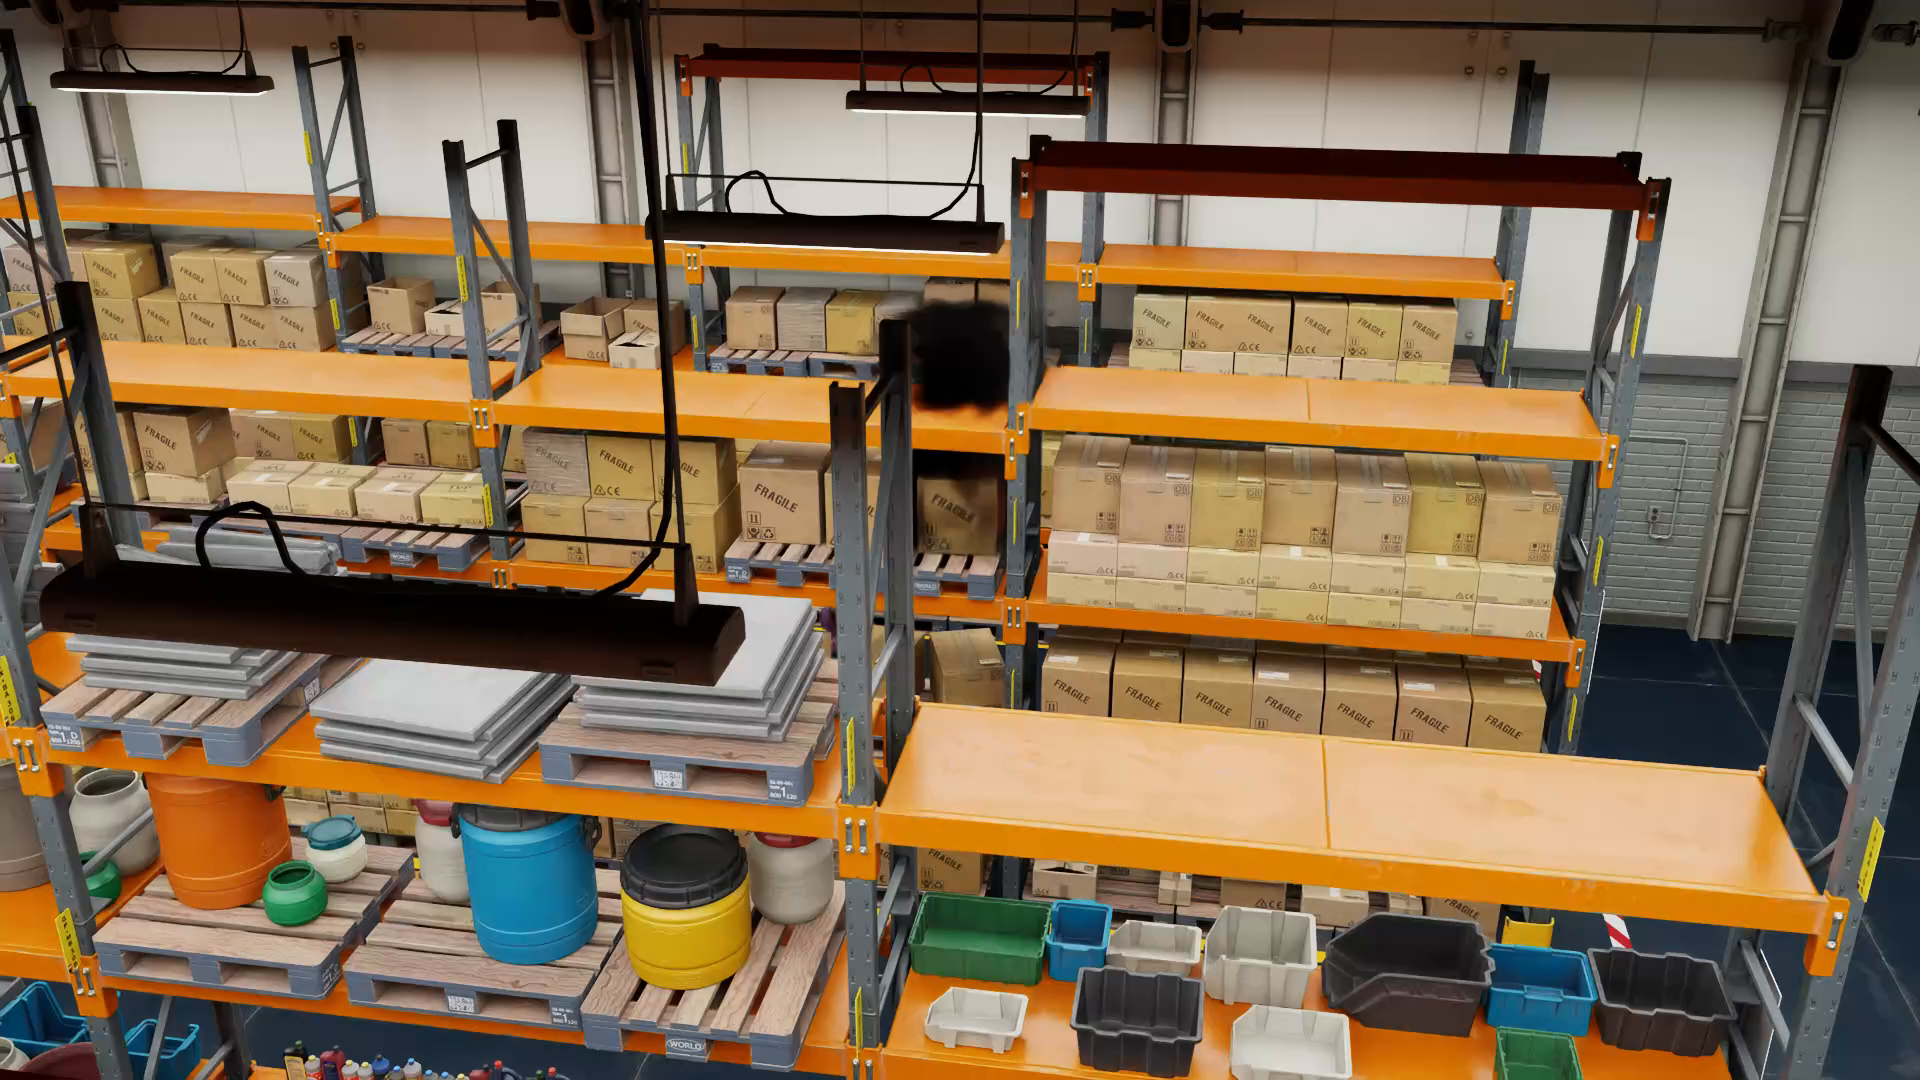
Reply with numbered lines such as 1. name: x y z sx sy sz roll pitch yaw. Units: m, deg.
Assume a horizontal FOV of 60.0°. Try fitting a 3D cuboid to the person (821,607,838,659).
1. person: -1.100 1.010 16.042 0.537 1.532 0.539 0 23 -1
